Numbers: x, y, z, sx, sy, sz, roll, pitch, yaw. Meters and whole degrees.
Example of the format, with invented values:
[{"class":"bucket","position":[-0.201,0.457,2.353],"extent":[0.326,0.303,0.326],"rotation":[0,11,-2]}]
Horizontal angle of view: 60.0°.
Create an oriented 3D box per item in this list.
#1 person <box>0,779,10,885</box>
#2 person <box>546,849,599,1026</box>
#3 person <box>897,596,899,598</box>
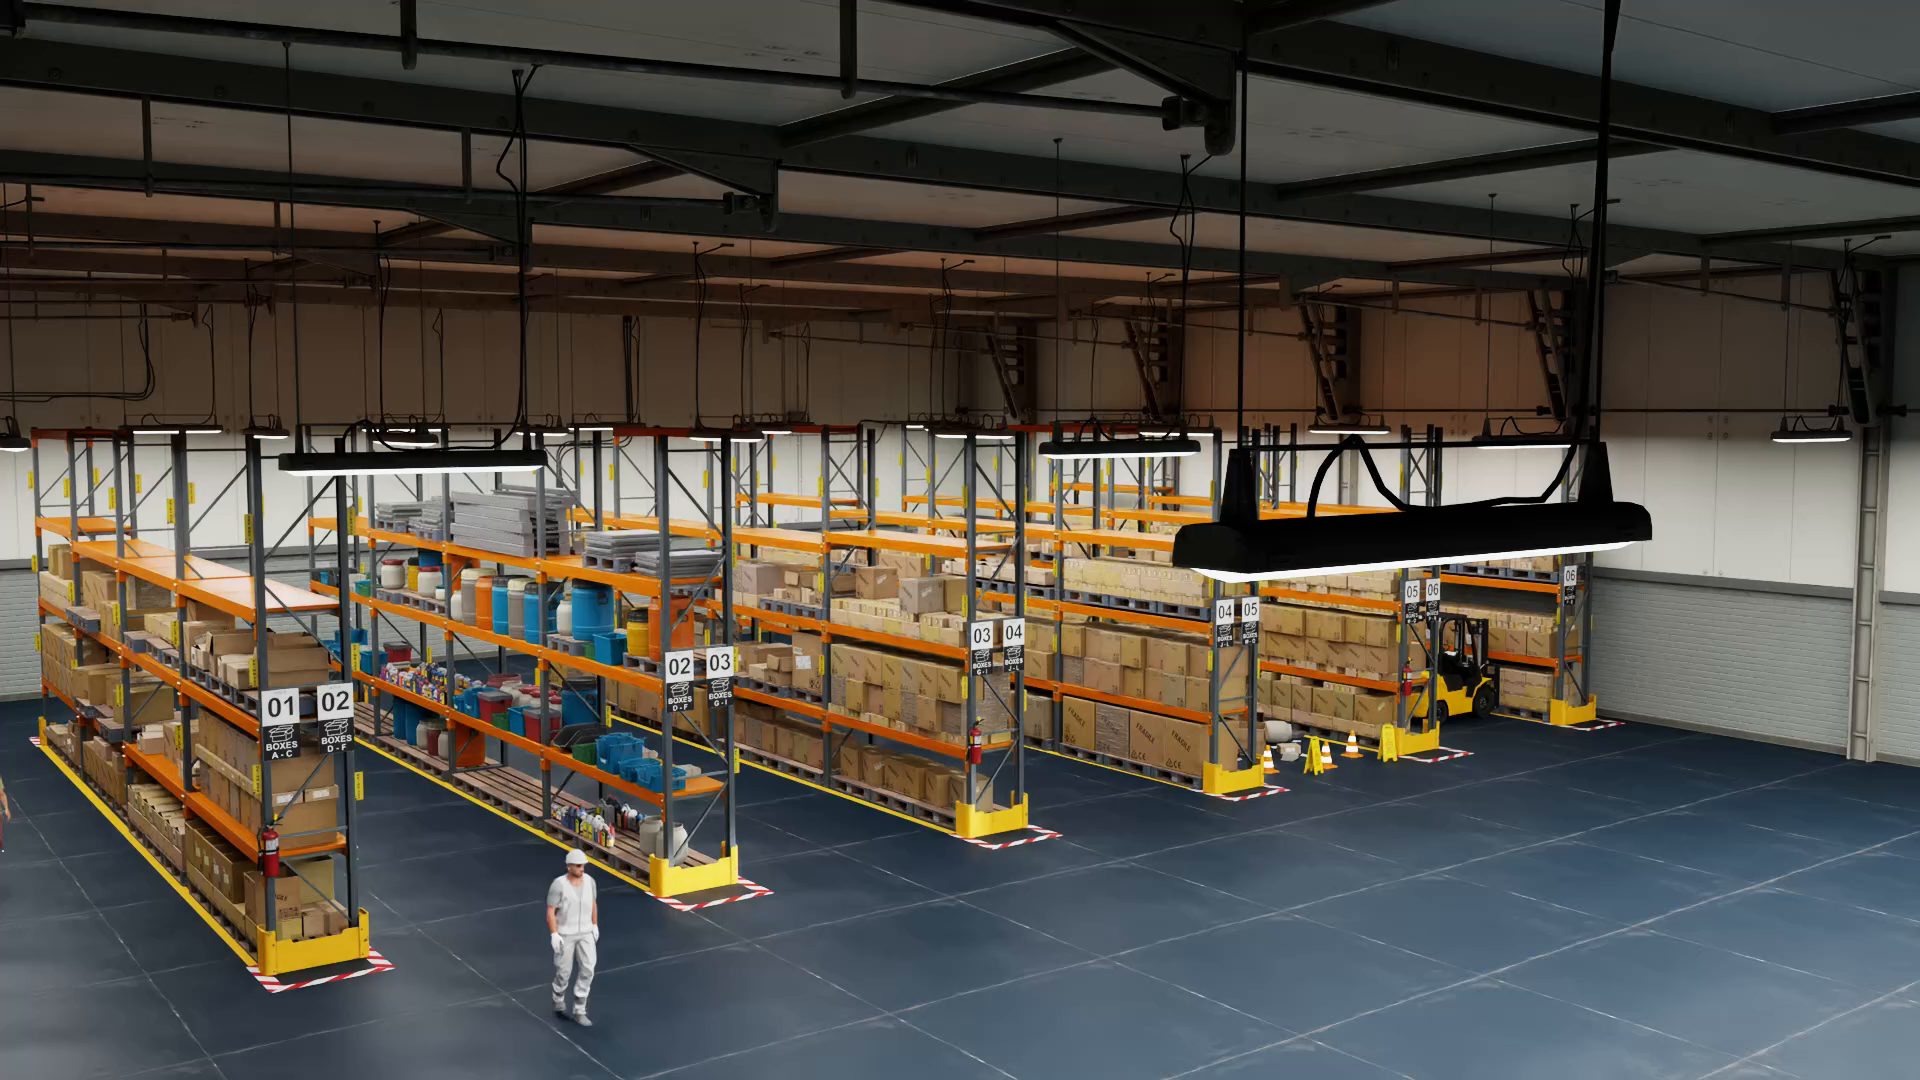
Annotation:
[{"class":"person","position":[-13.013,3.750,22.391],"extent":[0.690,1.684,0.466],"rotation":[3,5,32]},{"class":"person","position":[-4.002,4.115,17.288],"extent":[0.638,1.815,0.659],"rotation":[-4,6,-41]},{"class":"person","position":[-1.600,2.156,40.413],"extent":[0.478,1.657,0.521],"rotation":[3,6,37]}]
